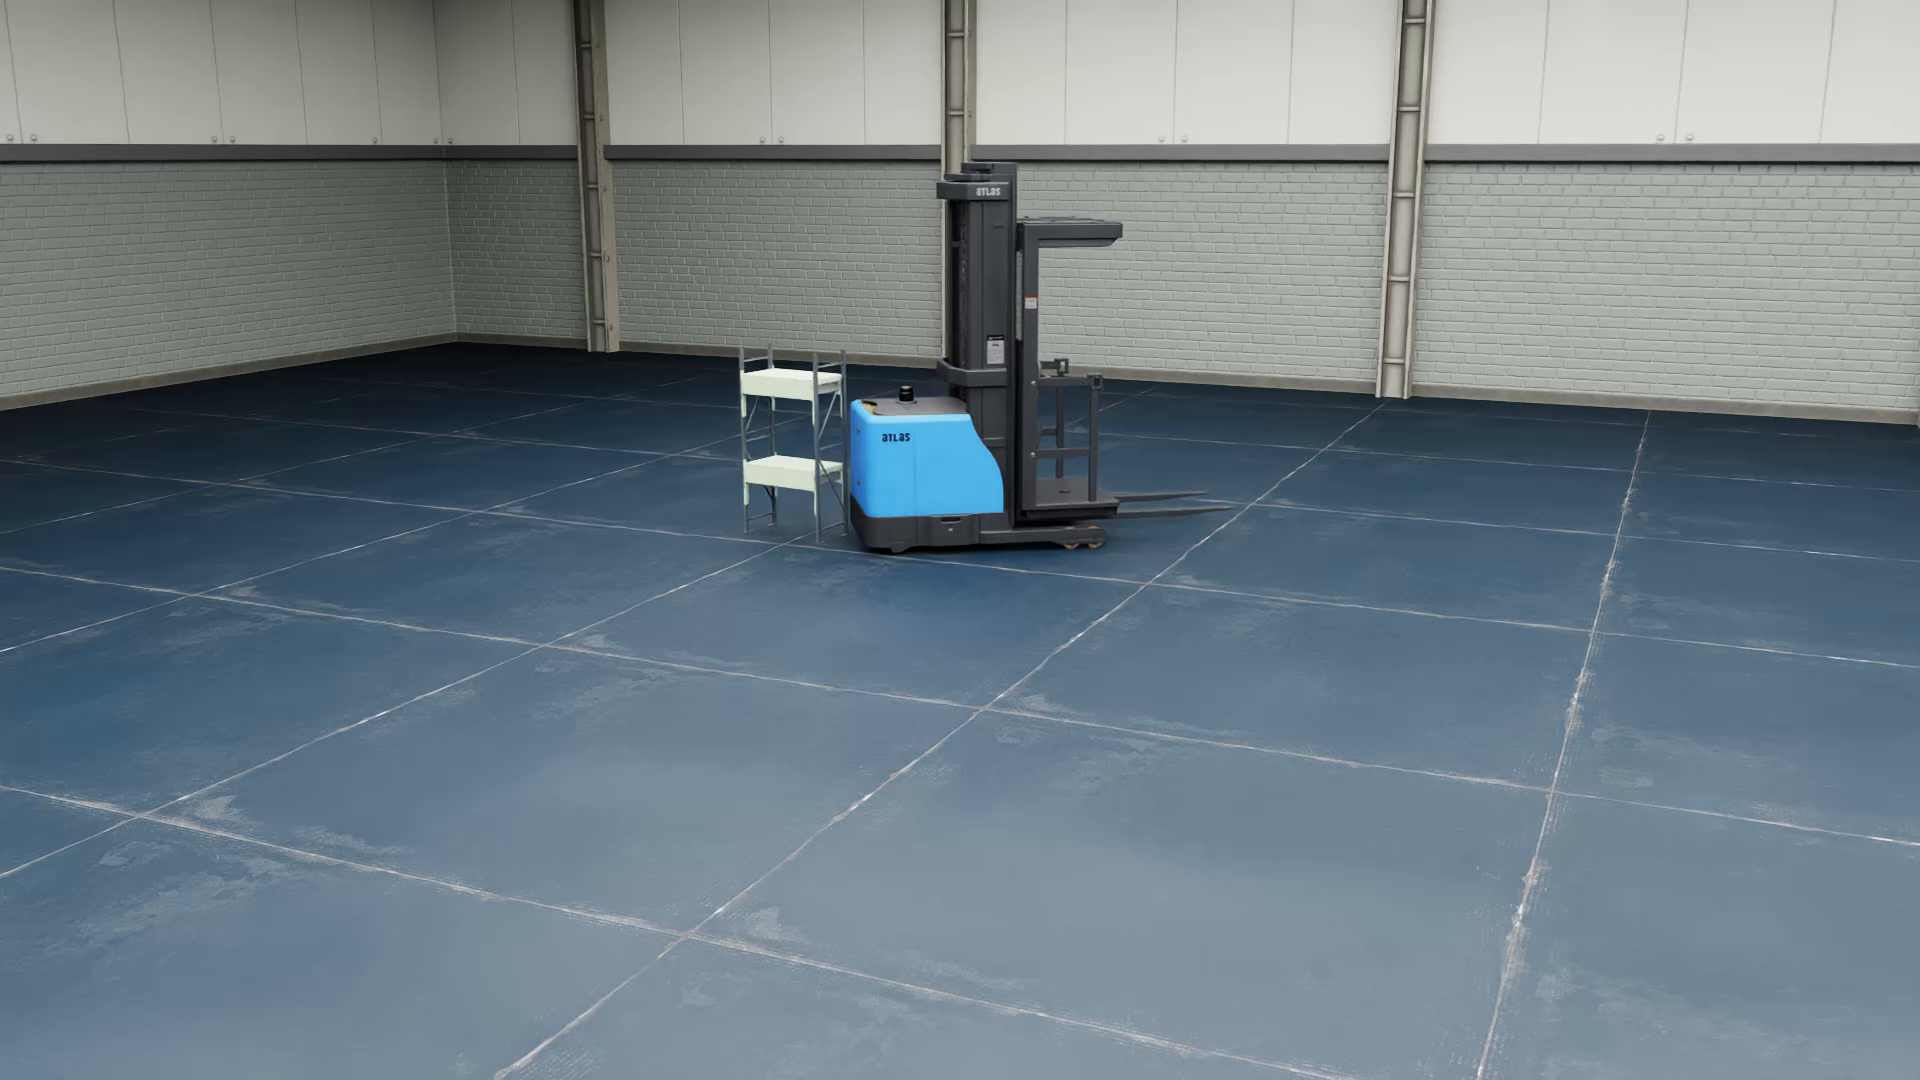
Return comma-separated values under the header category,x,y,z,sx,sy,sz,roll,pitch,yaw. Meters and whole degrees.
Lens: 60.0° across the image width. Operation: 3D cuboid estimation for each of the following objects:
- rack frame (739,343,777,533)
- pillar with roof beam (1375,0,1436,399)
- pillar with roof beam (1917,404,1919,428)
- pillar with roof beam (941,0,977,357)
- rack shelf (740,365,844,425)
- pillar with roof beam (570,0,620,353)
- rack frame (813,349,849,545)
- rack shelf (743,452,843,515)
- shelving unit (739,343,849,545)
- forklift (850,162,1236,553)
category,x,y,z,sx,sy,sz,roll,pitch,yaw
rack frame,-1.635,-0.823,13.478,0.023,1.500,0.400,8,16,31
pillar with roof beam,3.725,-5.295,16.121,0.400,9.000,9.100,6,14,23
pillar with roof beam,9.211,-4.740,13.755,0.400,9.000,9.100,6,14,23
pillar with roof beam,-1.761,-5.850,18.487,0.400,9.000,9.100,6,14,23
rack shelf,-1.326,-1.158,13.198,0.720,0.370,0.431,8,16,31
pillar with roof beam,-7.246,-6.405,20.853,0.400,9.000,9.100,6,14,23
rack frame,-1.016,-0.733,13.097,0.023,1.500,0.400,8,16,31
rack shelf,-1.326,-0.461,13.362,0.720,0.370,0.431,8,16,31
shelving unit,-1.326,-0.778,13.287,0.755,1.500,0.431,8,16,31
forklift,0.673,-1.477,13.134,3.031,2.935,1.130,-3,13,-11
